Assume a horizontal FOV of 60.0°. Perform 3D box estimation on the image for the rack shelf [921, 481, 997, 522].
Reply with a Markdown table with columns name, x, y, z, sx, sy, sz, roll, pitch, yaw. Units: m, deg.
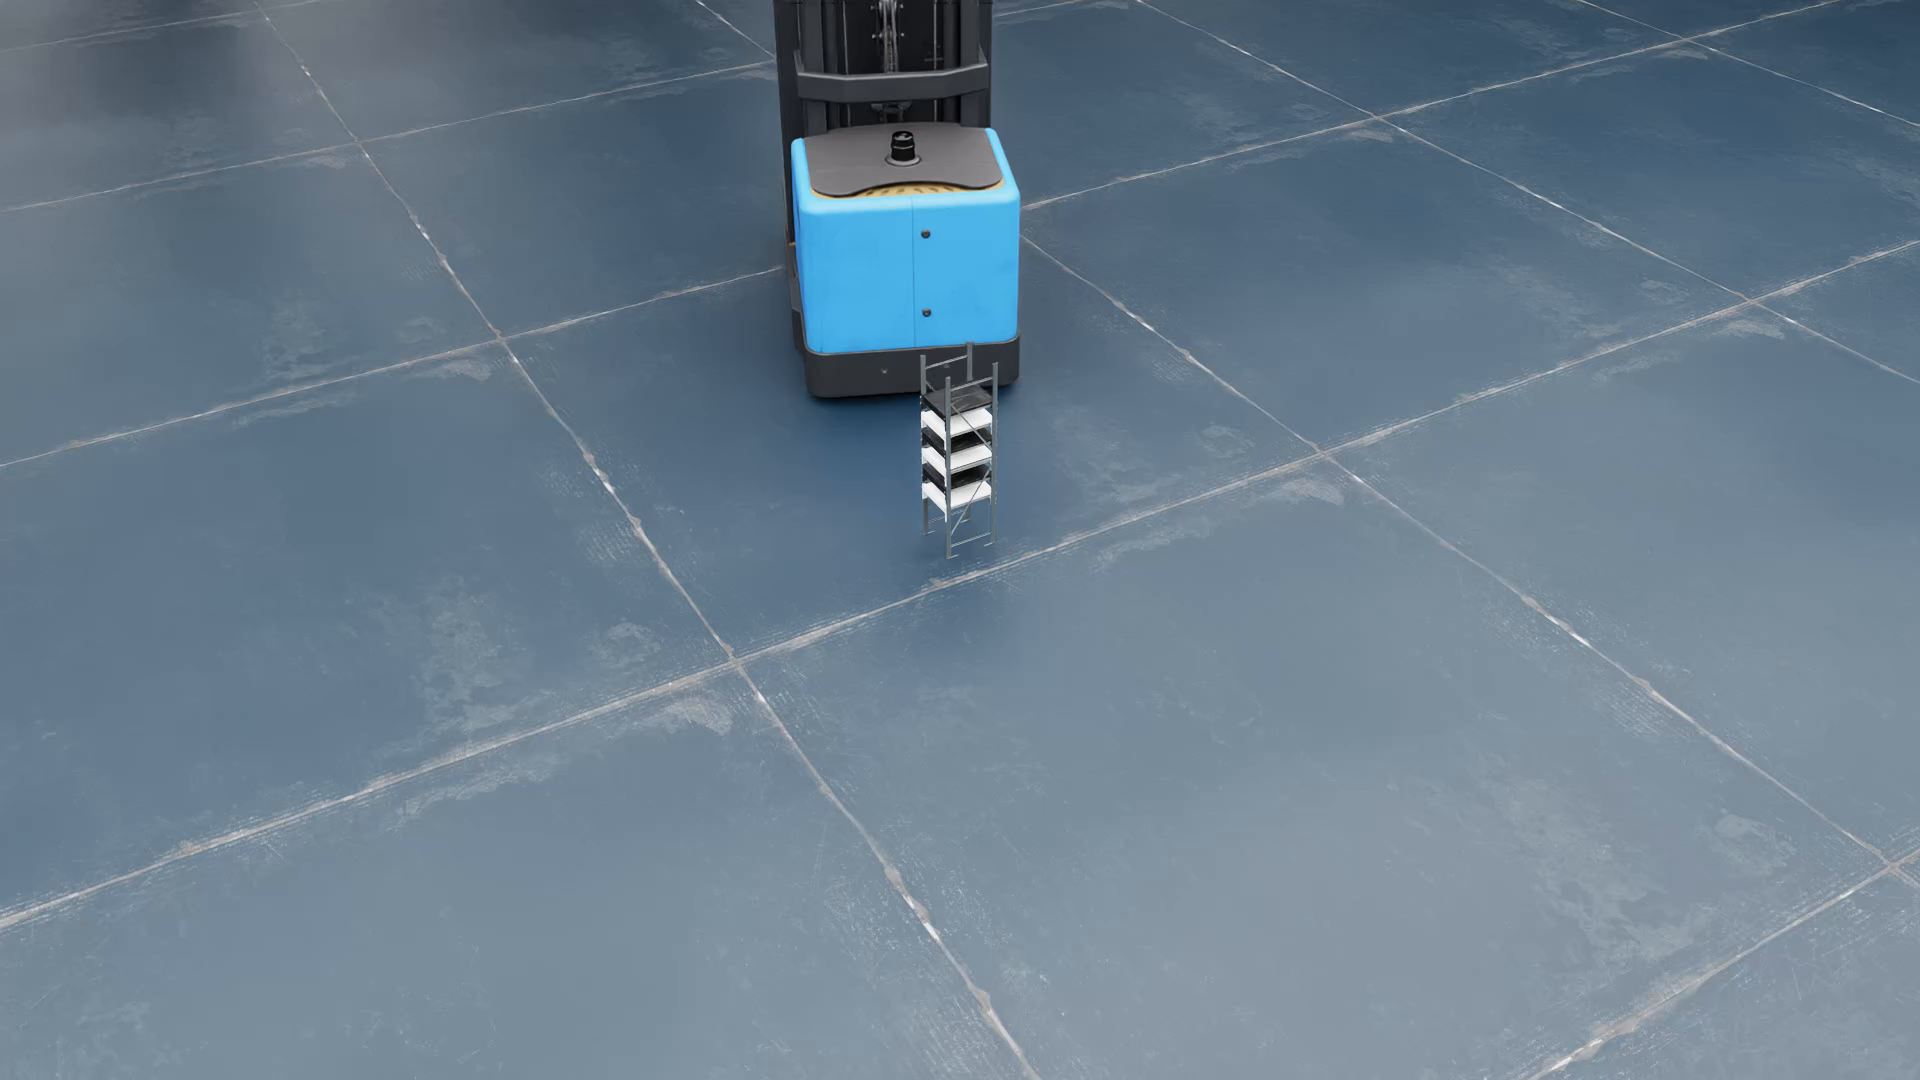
| name | x | y | z | sx | sy | sz | roll | pitch | yaw |
| --- | --- | --- | --- | --- | --- | --- | --- | --- | --- |
| rack shelf | -0.004 | -0.195 | 7.116 | 0.258 | 0.077 | 0.200 | -19 | 40 | -24 |

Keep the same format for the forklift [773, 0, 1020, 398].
| name | x | y | z | sx | sy | sz | roll | pitch | yaw |
| --- | --- | --- | --- | --- | --- | --- | --- | --- | --- |
| forklift | -0.417 | -2.735 | 8.510 | 1.130 | 2.935 | 3.031 | -5 | 36 | -6 |

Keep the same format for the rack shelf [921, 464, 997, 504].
| name | x | y | z | sx | sy | sz | roll | pitch | yaw |
| --- | --- | --- | --- | --- | --- | --- | --- | --- | --- |
| rack shelf | -0.004 | -0.268 | 7.063 | 0.258 | 0.077 | 0.200 | -19 | 40 | -24 |

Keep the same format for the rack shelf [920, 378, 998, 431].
| name | x | y | z | sx | sy | sz | roll | pitch | yaw |
| --- | --- | --- | --- | --- | --- | --- | --- | --- | --- |
| rack shelf | -0.004 | -0.559 | 6.851 | 0.258 | 0.077 | 0.200 | -19 | 40 | -24 |

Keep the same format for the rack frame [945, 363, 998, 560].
| name | x | y | z | sx | sy | sz | roll | pitch | yaw |
| --- | --- | --- | --- | --- | --- | --- | --- | --- | --- |
| rack frame | 0.047 | -0.316 | 6.919 | 0.240 | 0.900 | 0.006 | -19 | 40 | -24 |

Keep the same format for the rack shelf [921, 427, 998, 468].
| name | x | y | z | sx | sy | sz | roll | pitch | yaw |
| --- | --- | --- | --- | --- | --- | --- | --- | --- | --- |
| rack shelf | -0.004 | -0.413 | 6.957 | 0.258 | 0.077 | 0.200 | -19 | 40 | -24 |

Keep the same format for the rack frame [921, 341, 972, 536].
| name | x | y | z | sx | sy | sz | roll | pitch | yaw |
| --- | --- | --- | --- | --- | --- | --- | --- | --- | --- |
| rack frame | -0.055 | -0.419 | 7.061 | 0.240 | 0.900 | 0.006 | -19 | 40 | -24 |

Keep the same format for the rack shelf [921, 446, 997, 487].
| name | x | y | z | sx | sy | sz | roll | pitch | yaw |
| --- | --- | --- | --- | --- | --- | --- | --- | --- | --- |
| rack shelf | -0.004 | -0.341 | 7.010 | 0.258 | 0.077 | 0.200 | -19 | 40 | -24 |

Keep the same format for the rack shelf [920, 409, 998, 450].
| name | x | y | z | sx | sy | sz | roll | pitch | yaw |
| --- | --- | --- | --- | --- | --- | --- | --- | --- | --- |
| rack shelf | -0.004 | -0.486 | 6.904 | 0.258 | 0.077 | 0.200 | -19 | 40 | -24 |

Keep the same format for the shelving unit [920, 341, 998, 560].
| name | x | y | z | sx | sy | sz | roll | pitch | yaw |
| --- | --- | --- | --- | --- | --- | --- | --- | --- | --- |
| shelving unit | -0.004 | -0.368 | 6.990 | 0.258 | 0.900 | 0.210 | -19 | 40 | -24 |
